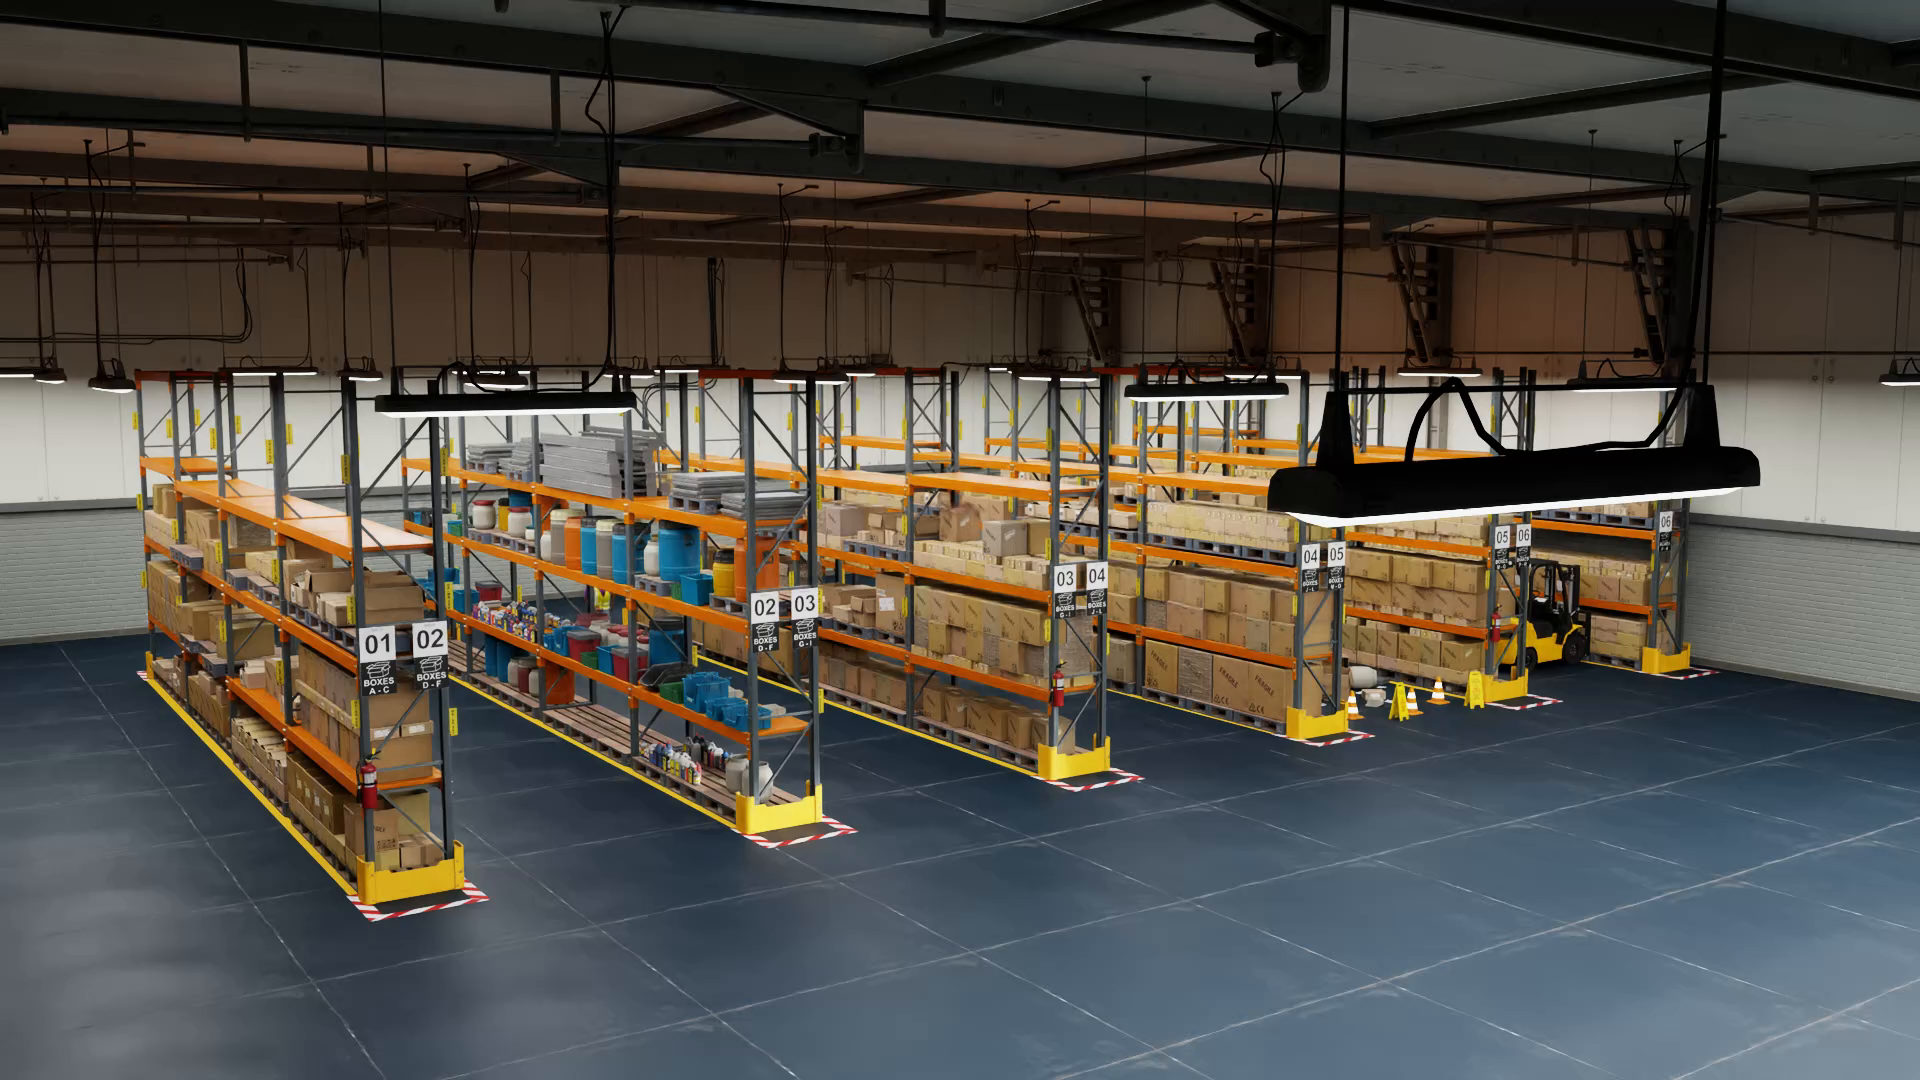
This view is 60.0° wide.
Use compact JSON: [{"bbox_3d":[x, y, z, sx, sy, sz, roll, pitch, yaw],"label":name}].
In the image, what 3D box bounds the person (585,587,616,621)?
[{"bbox_3d":[-7.718,1.474,35.730,0.716,1.667,0.694,-3,7,-25],"label":"person"}]
